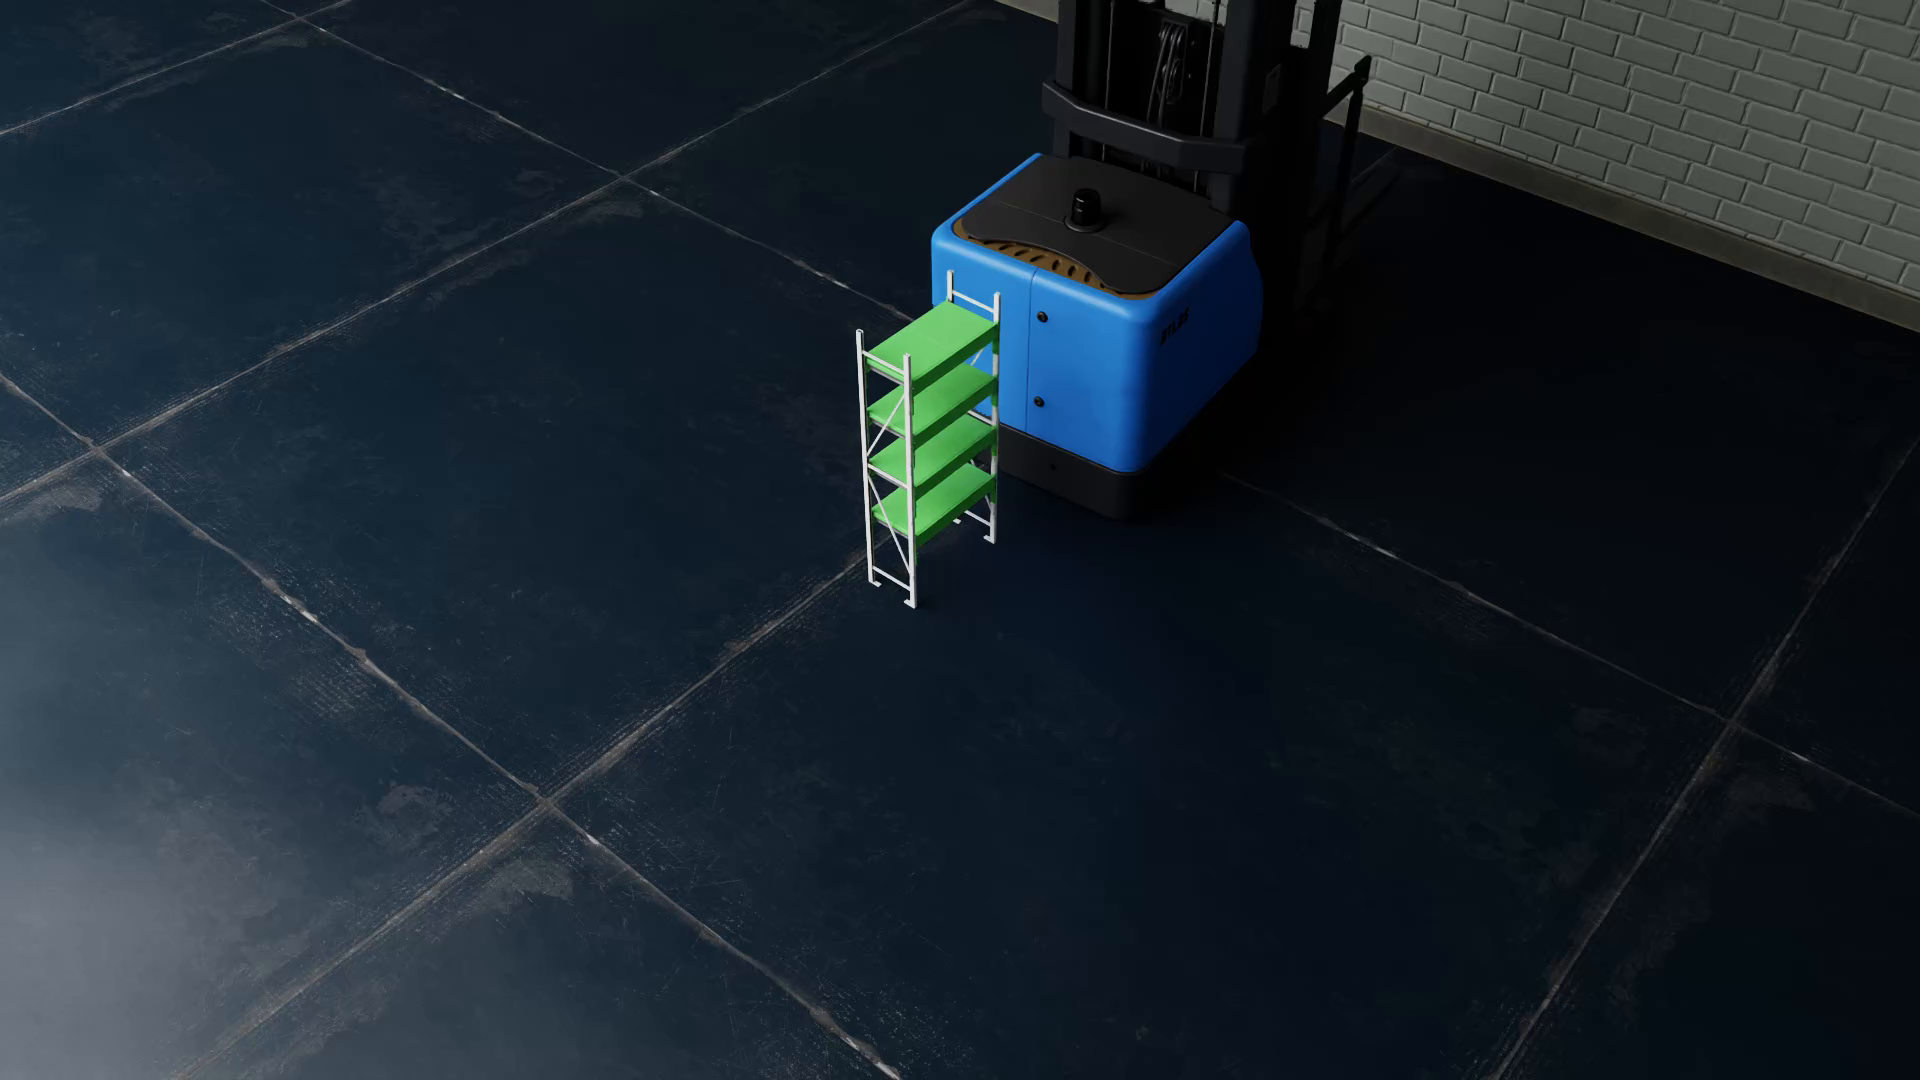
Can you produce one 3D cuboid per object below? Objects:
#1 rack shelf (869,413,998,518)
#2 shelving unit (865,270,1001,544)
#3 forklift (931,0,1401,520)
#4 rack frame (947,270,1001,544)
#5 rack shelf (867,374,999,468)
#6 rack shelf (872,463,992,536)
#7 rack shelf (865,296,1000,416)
[{"bbox_3d":[-0.107,-0.311,6.296,0.258,0.148,0.480,29,50,28],"label":"rack shelf"},{"bbox_3d":[-0.103,-0.362,6.256,0.258,1.200,0.492,29,50,28],"label":"shelving unit"},{"bbox_3d":[1.124,-2.120,6.902,1.130,2.935,3.031,25,48,25],"label":"forklift"},{"bbox_3d":[0.050,-0.484,6.391,0.240,1.200,0.015,29,50,28],"label":"rack frame"},{"bbox_3d":[-0.107,-0.489,6.134,0.258,0.148,0.480,29,50,28],"label":"rack shelf"},{"bbox_3d":[-0.107,-0.173,6.421,0.221,0.021,0.457,29,50,28],"label":"rack shelf"},{"bbox_3d":[-0.107,-0.667,5.973,0.258,0.148,0.480,29,50,28],"label":"rack shelf"}]
